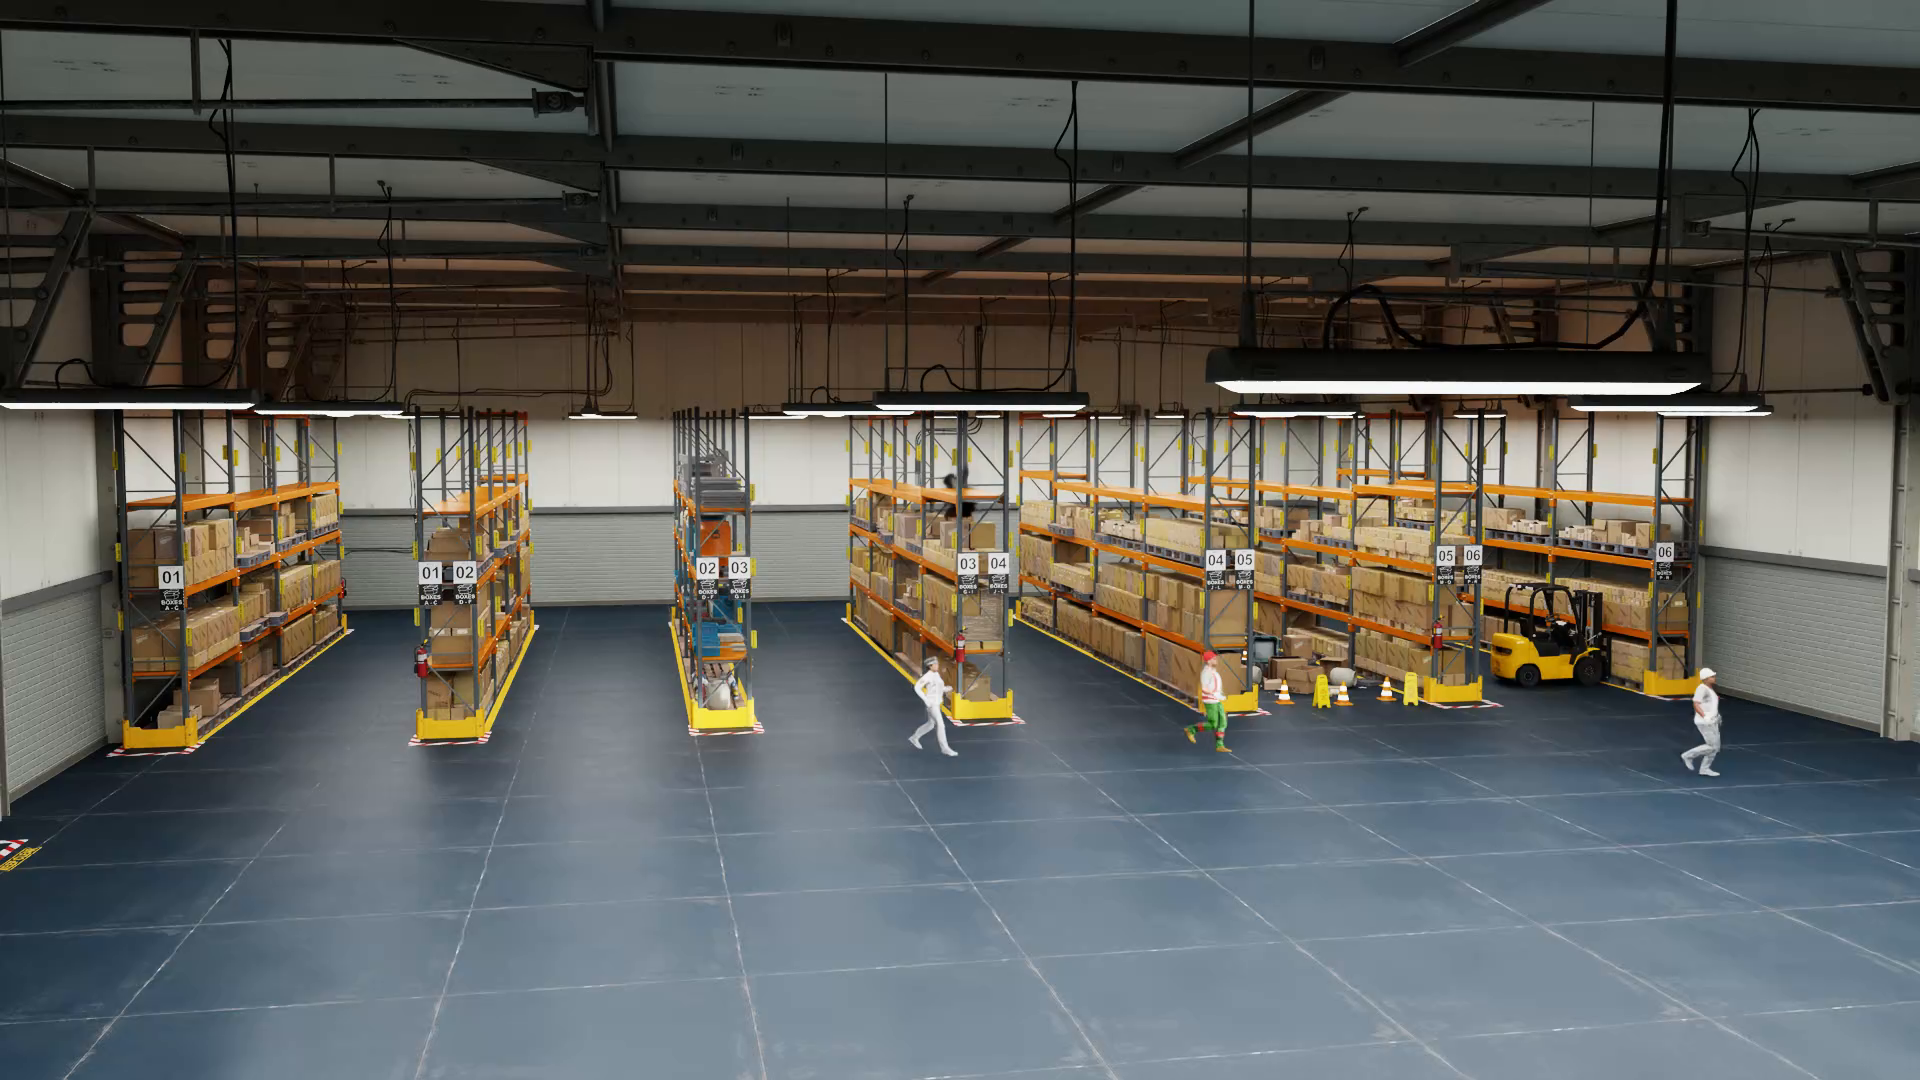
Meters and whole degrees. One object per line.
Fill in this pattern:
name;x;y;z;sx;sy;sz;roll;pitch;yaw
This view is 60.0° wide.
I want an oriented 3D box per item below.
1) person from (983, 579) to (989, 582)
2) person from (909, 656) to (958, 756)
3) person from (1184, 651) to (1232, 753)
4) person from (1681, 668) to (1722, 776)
person;0.564;1.534;47.900;0.694;1.584;0.562;1;4;12
person;-0.467;2.826;28.528;0.936;1.687;0.610;1;4;19
person;4.321;2.796;28.826;0.831;1.759;0.666;2;4;23
person;12.014;2.941;26.914;0.572;1.743;0.671;3;5;34
